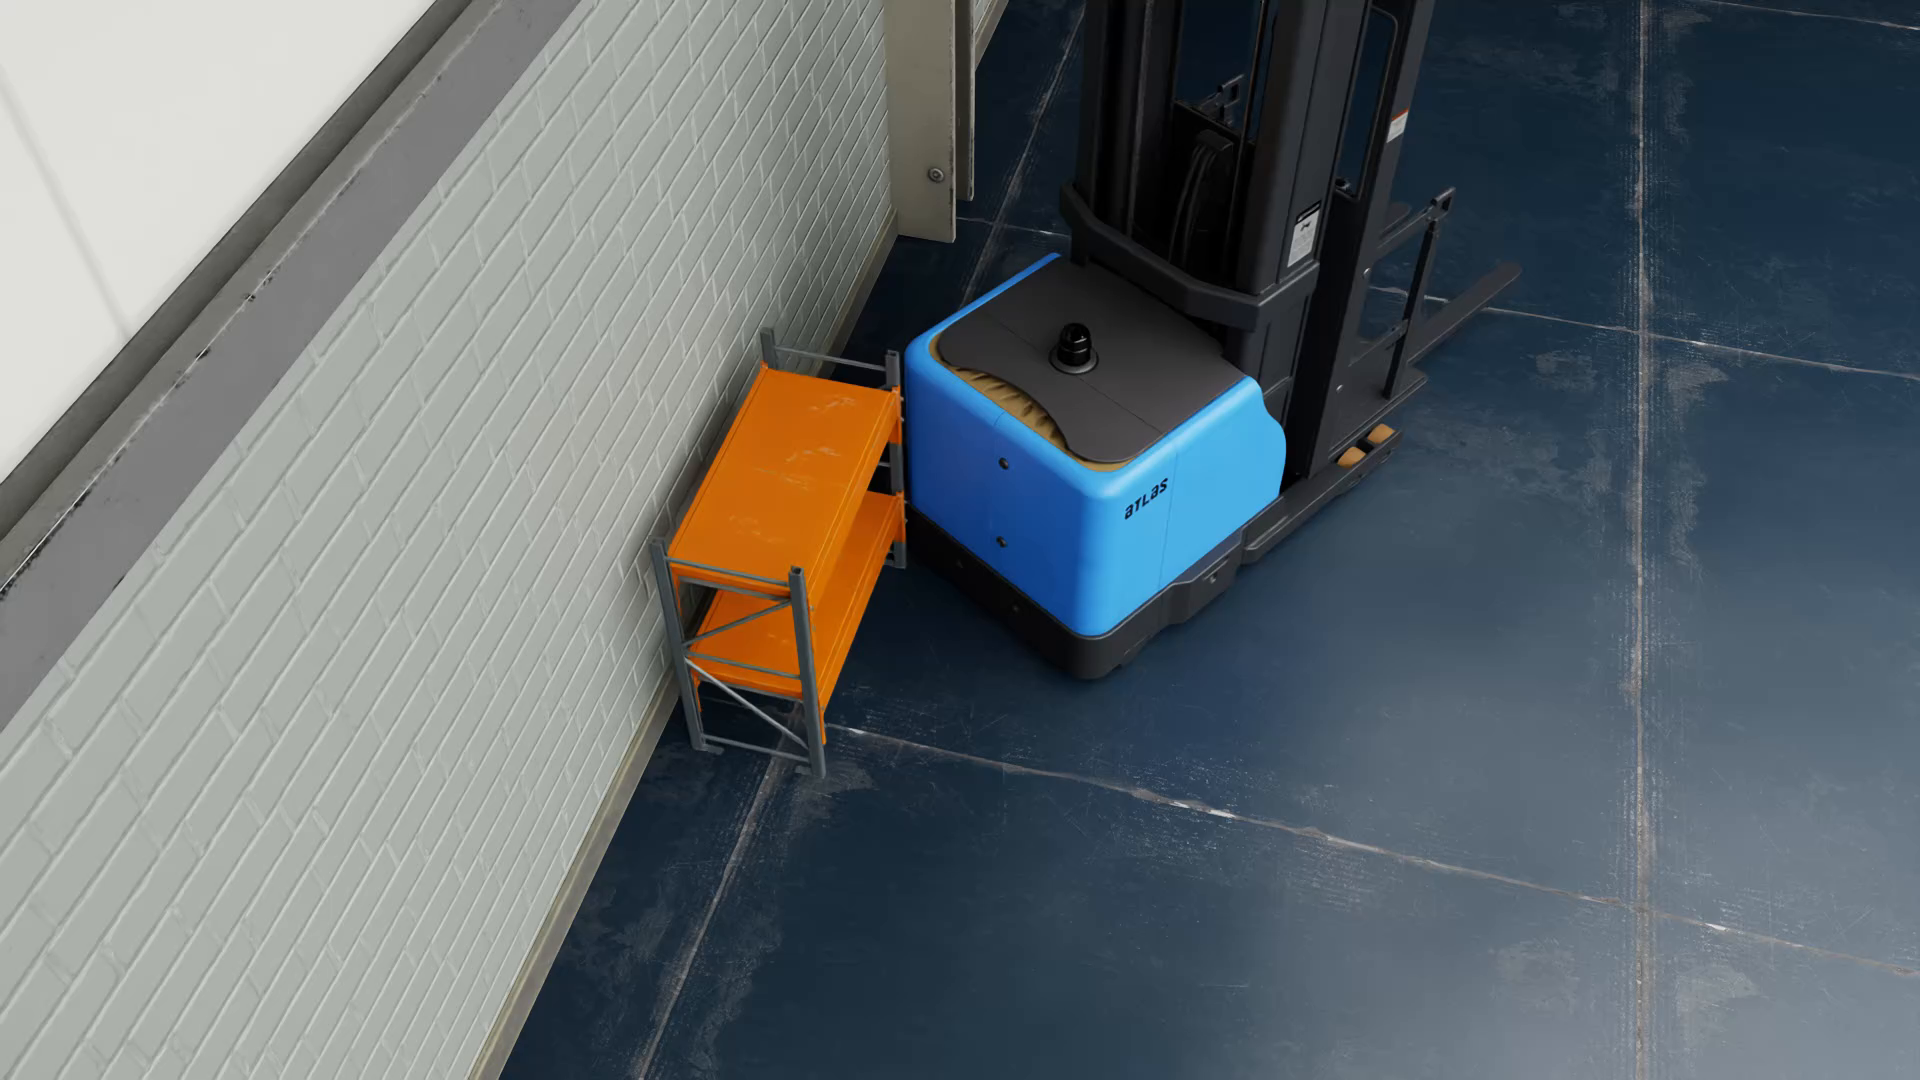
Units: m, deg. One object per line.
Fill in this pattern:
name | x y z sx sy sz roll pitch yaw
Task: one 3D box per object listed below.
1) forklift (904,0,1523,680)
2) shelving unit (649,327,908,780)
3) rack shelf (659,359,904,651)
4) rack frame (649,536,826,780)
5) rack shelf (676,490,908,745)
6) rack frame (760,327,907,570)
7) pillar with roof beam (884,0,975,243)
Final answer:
forklift | 1.200 -1.443 5.988 3.031 2.935 1.130 -36 57 -27
shelving unit | -0.588 0.053 5.872 0.538 1.125 1.048 12 50 10
rack shelf | -0.588 -0.141 5.653 0.538 0.278 1.000 12 50 10
rack frame | -0.722 0.420 5.548 0.500 1.125 0.032 12 50 10
rack shelf | -0.588 0.214 6.055 0.538 0.278 1.000 12 50 10
rack frame | -0.454 -0.315 6.197 0.500 1.125 0.032 12 50 10
pillar with roof beam | 4.022 -3.713 3.944 9.100 9.000 0.400 12 50 10
